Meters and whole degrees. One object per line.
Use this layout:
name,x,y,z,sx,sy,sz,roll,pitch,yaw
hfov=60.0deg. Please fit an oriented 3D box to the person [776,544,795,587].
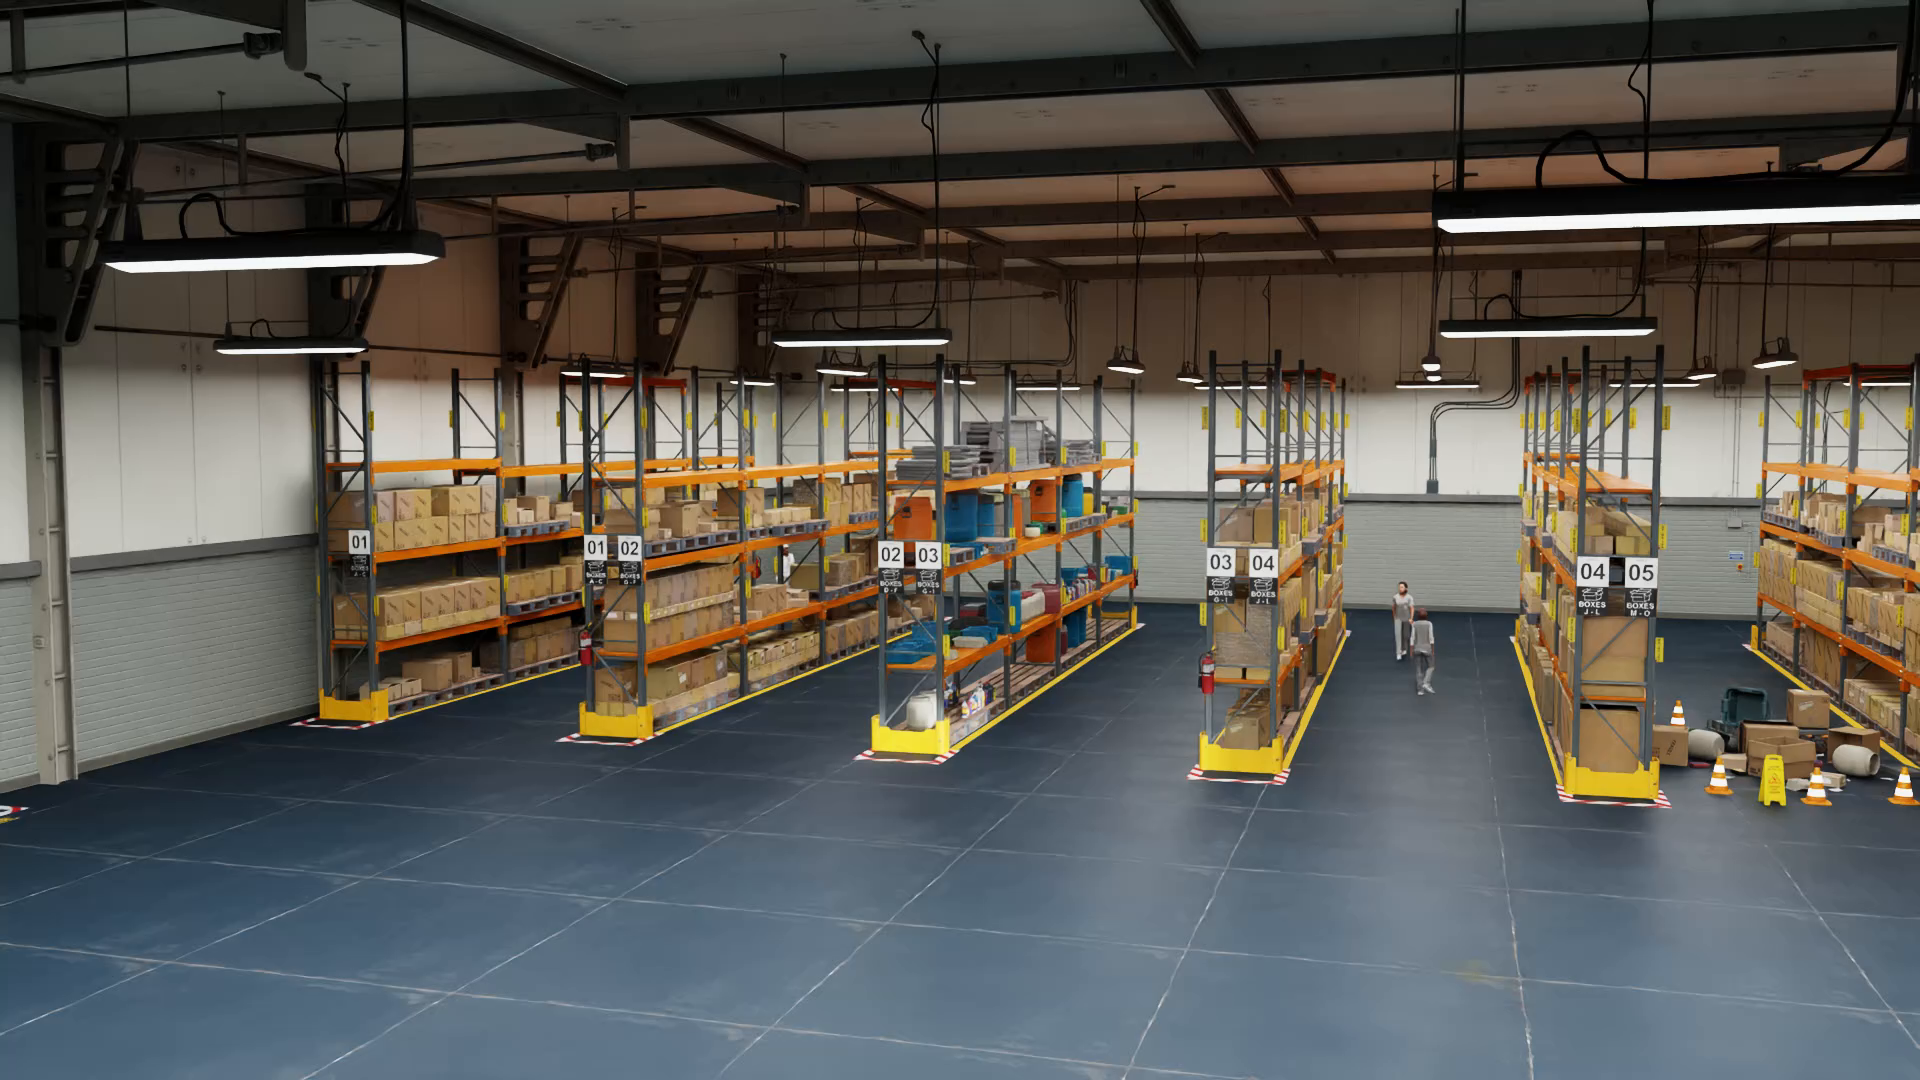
person,-4.573,0.965,43.843,0.487,1.776,0.624,4,6,44

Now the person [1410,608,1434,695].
person,8.443,2.049,30.359,0.459,1.579,0.458,1,4,20

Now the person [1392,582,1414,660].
person,9.316,1.681,34.972,0.453,1.610,1.058,1,4,14
